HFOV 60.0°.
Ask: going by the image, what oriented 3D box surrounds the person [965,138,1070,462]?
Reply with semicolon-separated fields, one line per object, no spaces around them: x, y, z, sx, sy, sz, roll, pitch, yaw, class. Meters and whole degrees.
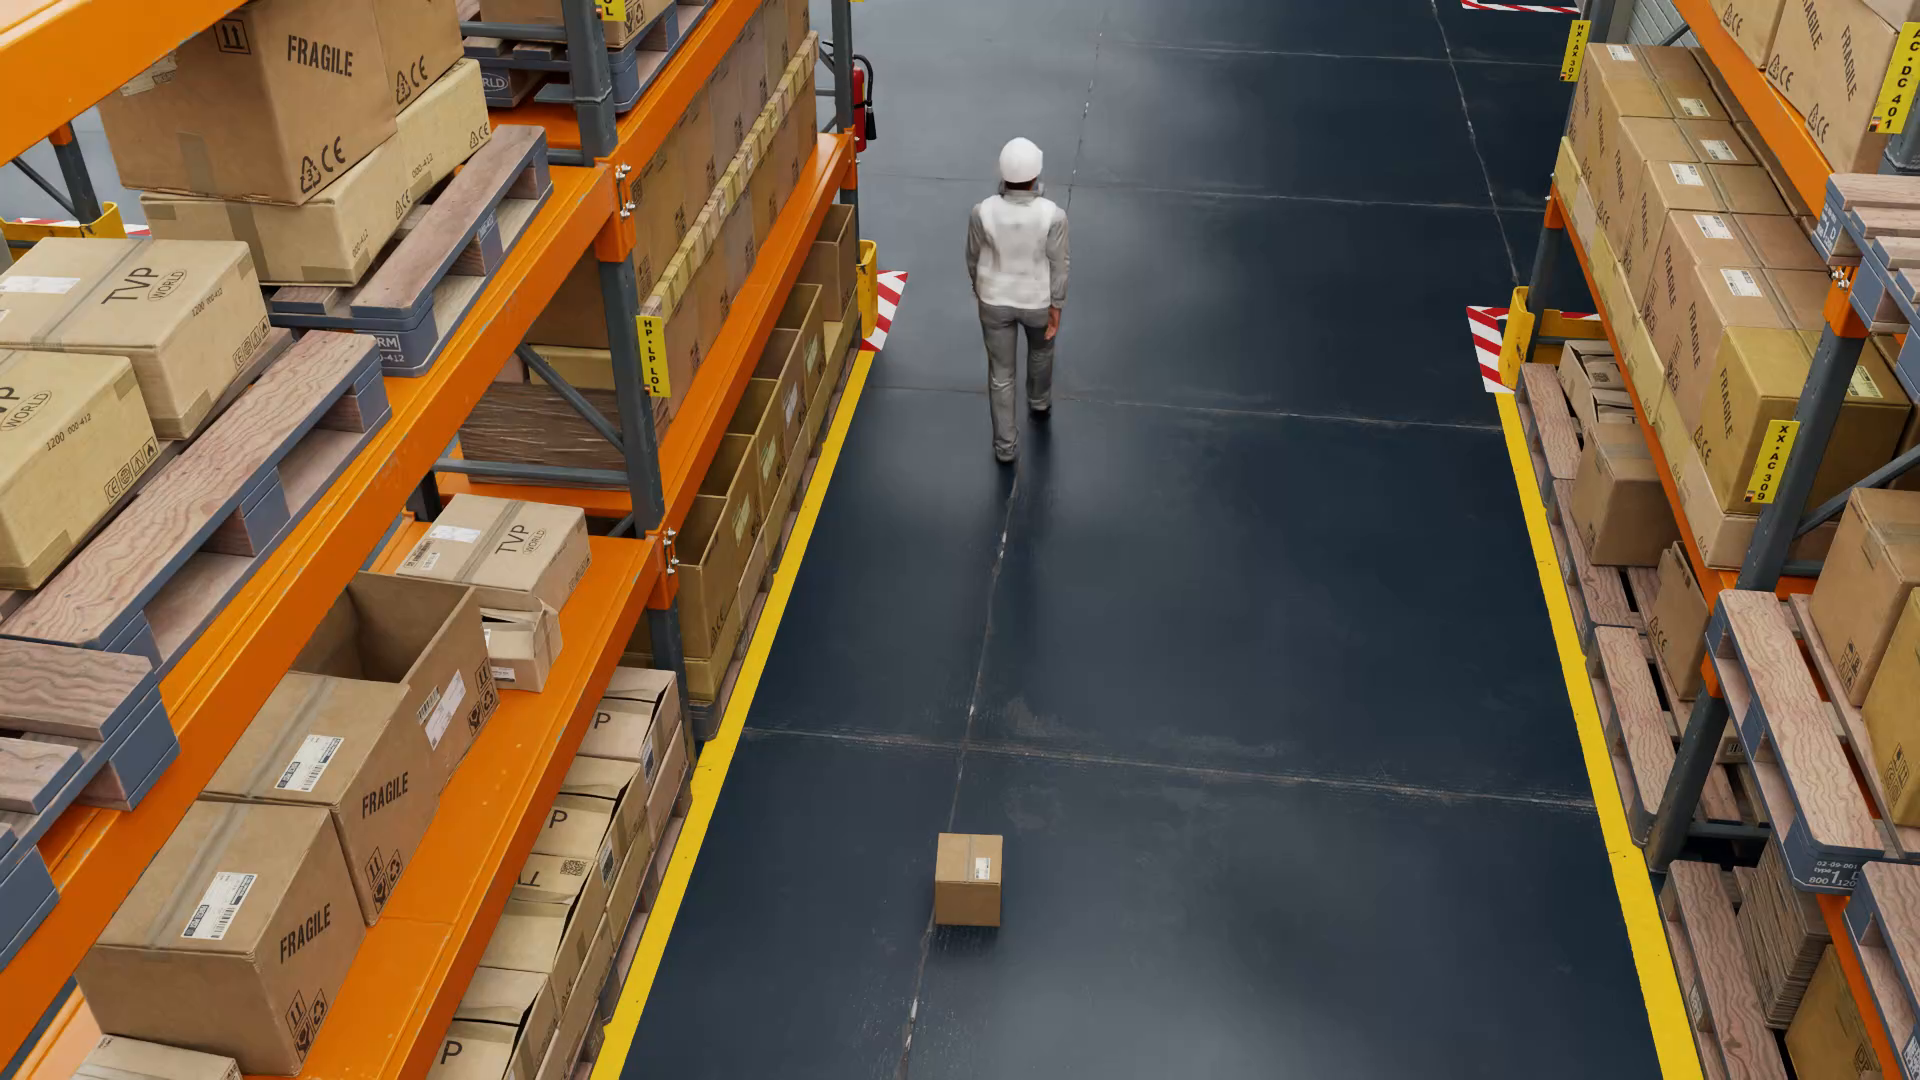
0.305;-1.329;8.854;0.549;1.785;0.811;2;36;3;person
